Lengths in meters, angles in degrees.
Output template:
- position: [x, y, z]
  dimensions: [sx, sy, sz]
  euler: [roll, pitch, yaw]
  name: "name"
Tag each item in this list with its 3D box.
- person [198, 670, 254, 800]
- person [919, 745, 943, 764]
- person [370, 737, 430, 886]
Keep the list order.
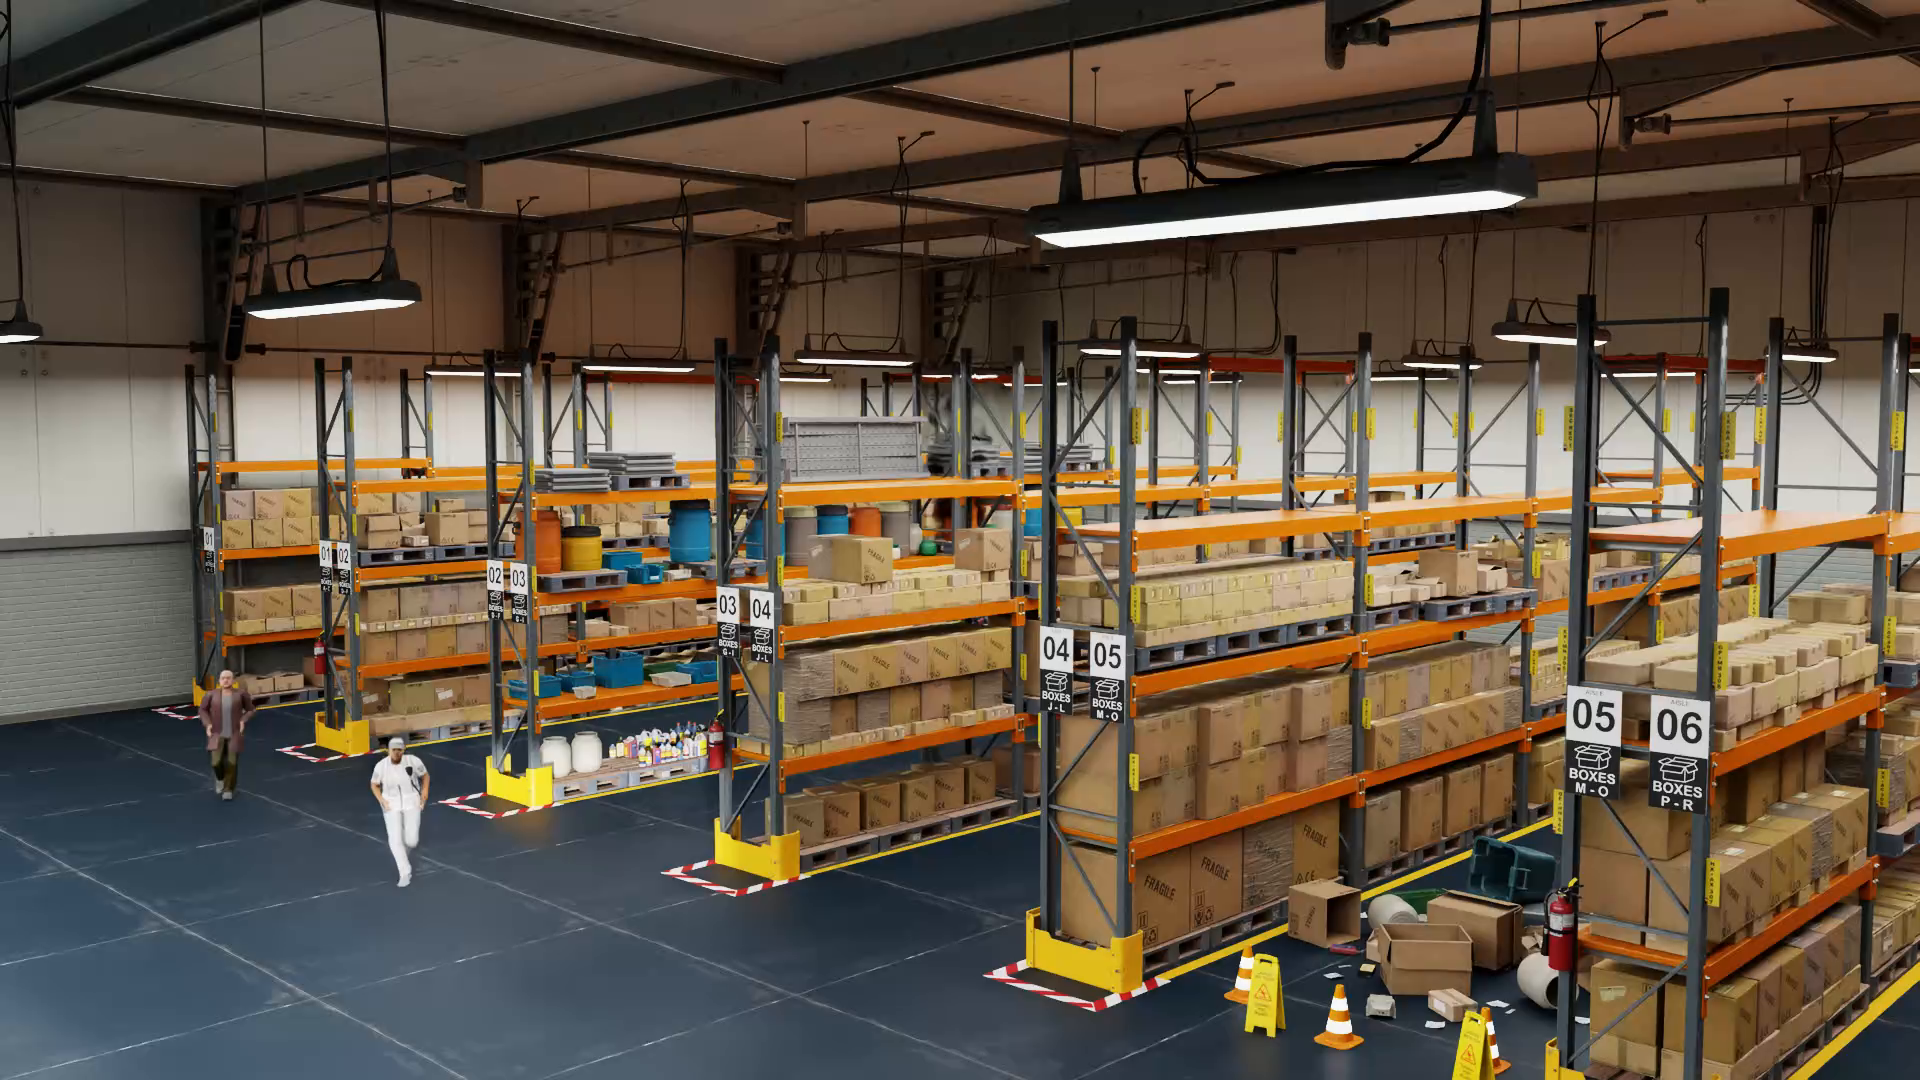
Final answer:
- position: [-9.768, 2.598, 22.149]
  dimensions: [0.687, 1.731, 0.630]
  euler: [-2, 5, -21]
  name: "person"
- position: [-0.448, 2.514, 23.071]
  dimensions: [0.689, 1.841, 0.810]
  euler: [4, 6, 41]
  name: "person"
- position: [-6.203, 2.973, 18.449]
  dimensions: [0.624, 1.647, 0.730]
  euler: [-2, 5, -20]
  name: "person"
